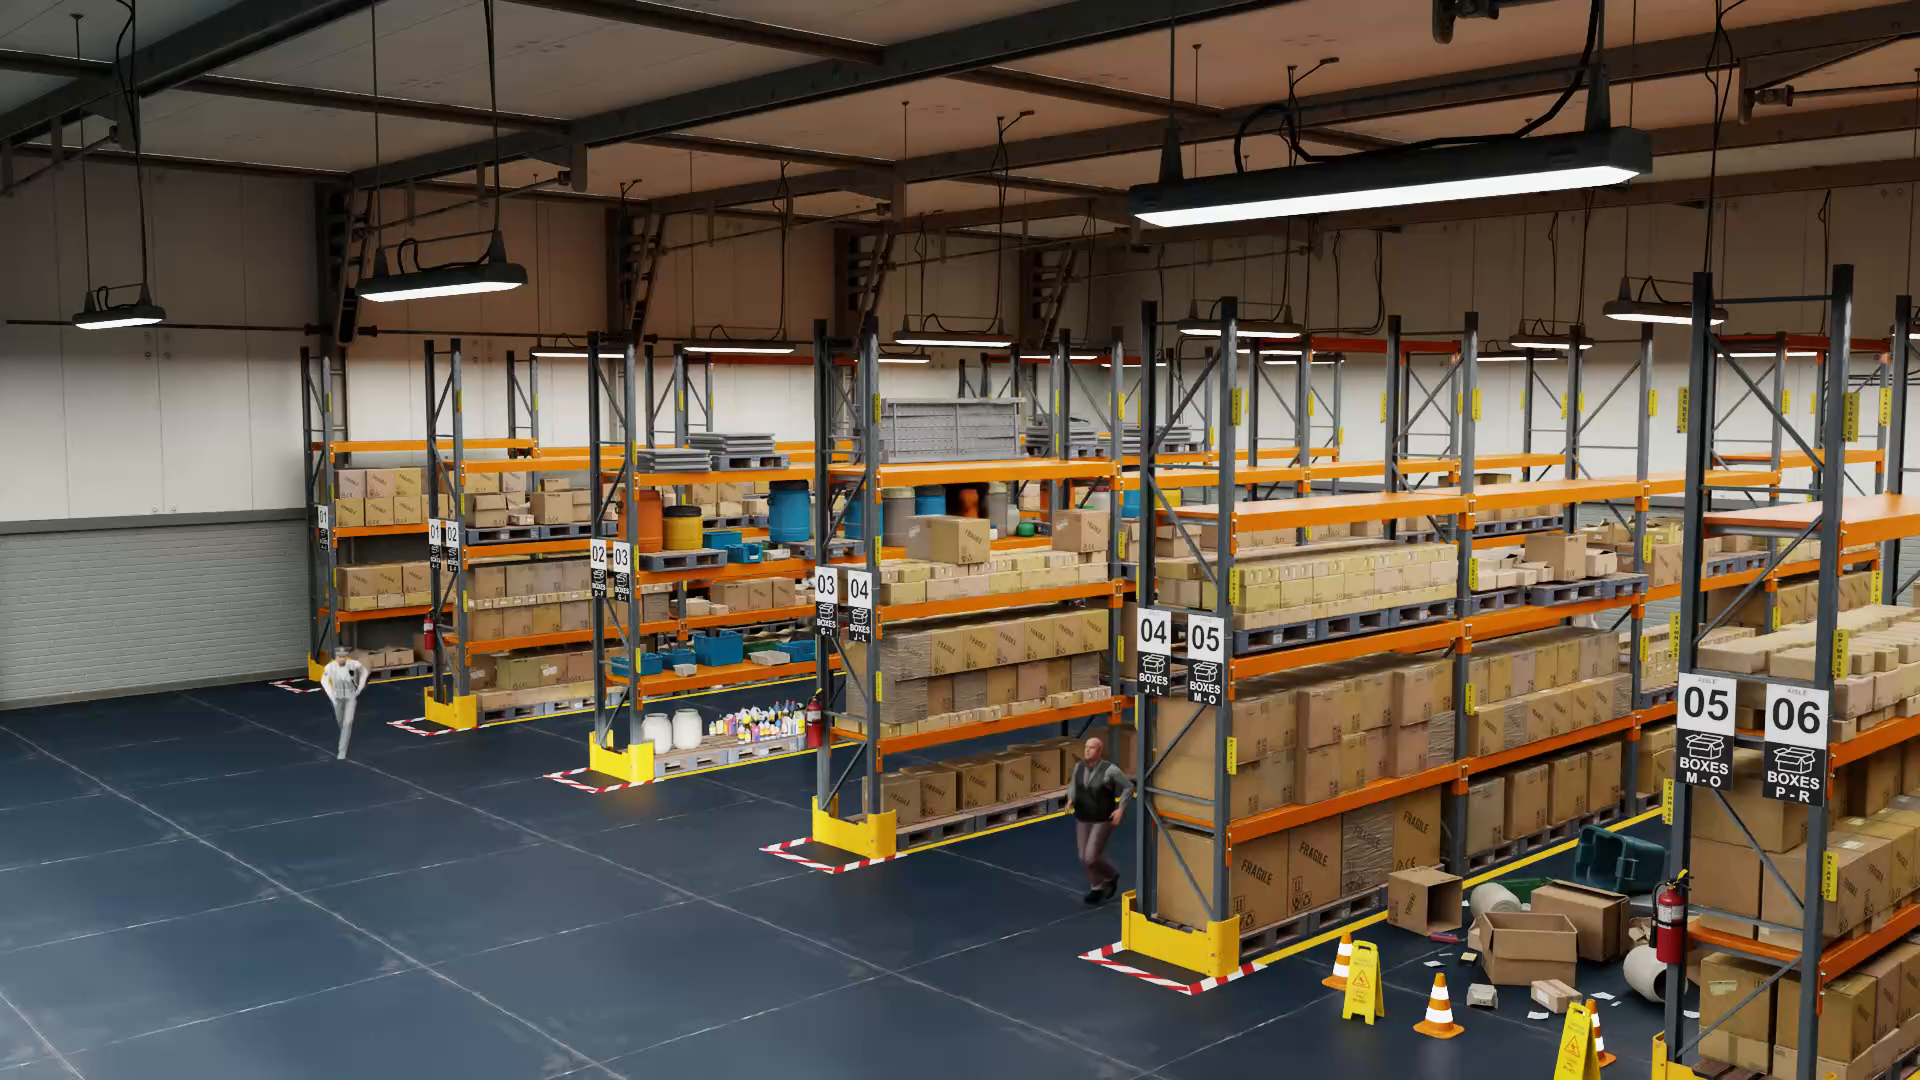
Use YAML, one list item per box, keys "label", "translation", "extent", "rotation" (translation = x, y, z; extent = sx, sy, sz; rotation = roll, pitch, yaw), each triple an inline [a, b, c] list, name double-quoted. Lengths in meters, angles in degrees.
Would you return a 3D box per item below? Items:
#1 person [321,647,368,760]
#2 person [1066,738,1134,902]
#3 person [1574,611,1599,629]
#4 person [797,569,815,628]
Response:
- label: "person"
  translation: [-8.833, 2.287, 23.896]
  extent: [0.636, 1.633, 0.924]
  rotation: [-2, 5, -21]
- label: "person"
  translation: [1.344, 2.844, 16.797]
  extent: [0.685, 1.689, 0.580]
  rotation: [4, 6, 39]
- label: "person"
  translation: [11.431, 1.607, 30.529]
  extent: [0.701, 1.742, 1.043]
  rotation: [-2, 5, -19]
- label: "person"
  translation: [-3.121, 1.333, 34.261]
  extent: [0.574, 1.641, 0.561]
  rotation: [3, 6, 35]
